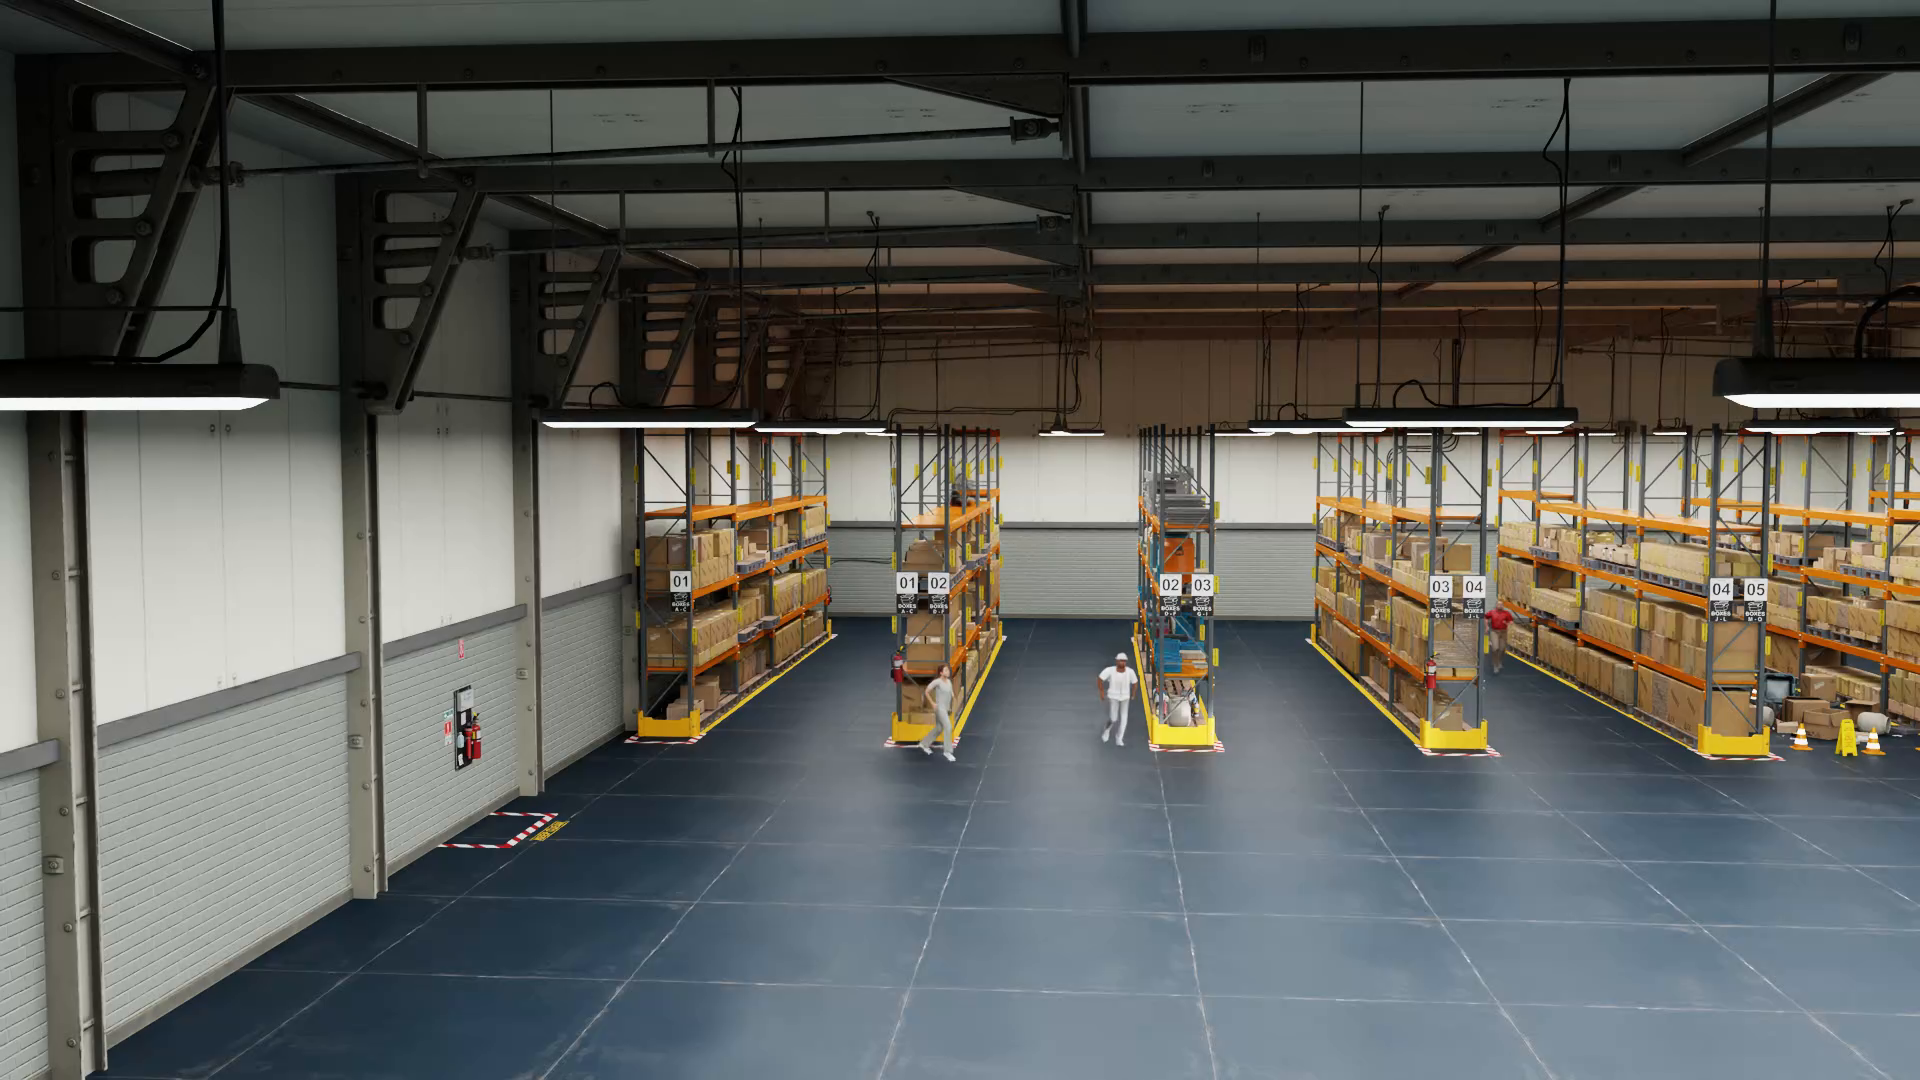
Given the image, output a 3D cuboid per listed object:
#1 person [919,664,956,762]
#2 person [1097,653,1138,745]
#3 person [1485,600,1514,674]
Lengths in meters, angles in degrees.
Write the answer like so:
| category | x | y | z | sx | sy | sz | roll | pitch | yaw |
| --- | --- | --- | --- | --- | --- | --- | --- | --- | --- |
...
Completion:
| category | x | y | z | sx | sy | sz | roll | pitch | yaw |
| --- | --- | --- | --- | --- | --- | --- | --- | --- | --- |
| person | -0.354 | 3.071 | 29.830 | 0.839 | 1.707 | 0.576 | 2 | 4 | 29 |
| person | 2.975 | 2.977 | 31.045 | 0.733 | 1.744 | 0.615 | -1 | 4 | -11 |
| person | 13.272 | 2.361 | 40.924 | 0.649 | 1.768 | 0.888 | 0 | 3 | 6 |
